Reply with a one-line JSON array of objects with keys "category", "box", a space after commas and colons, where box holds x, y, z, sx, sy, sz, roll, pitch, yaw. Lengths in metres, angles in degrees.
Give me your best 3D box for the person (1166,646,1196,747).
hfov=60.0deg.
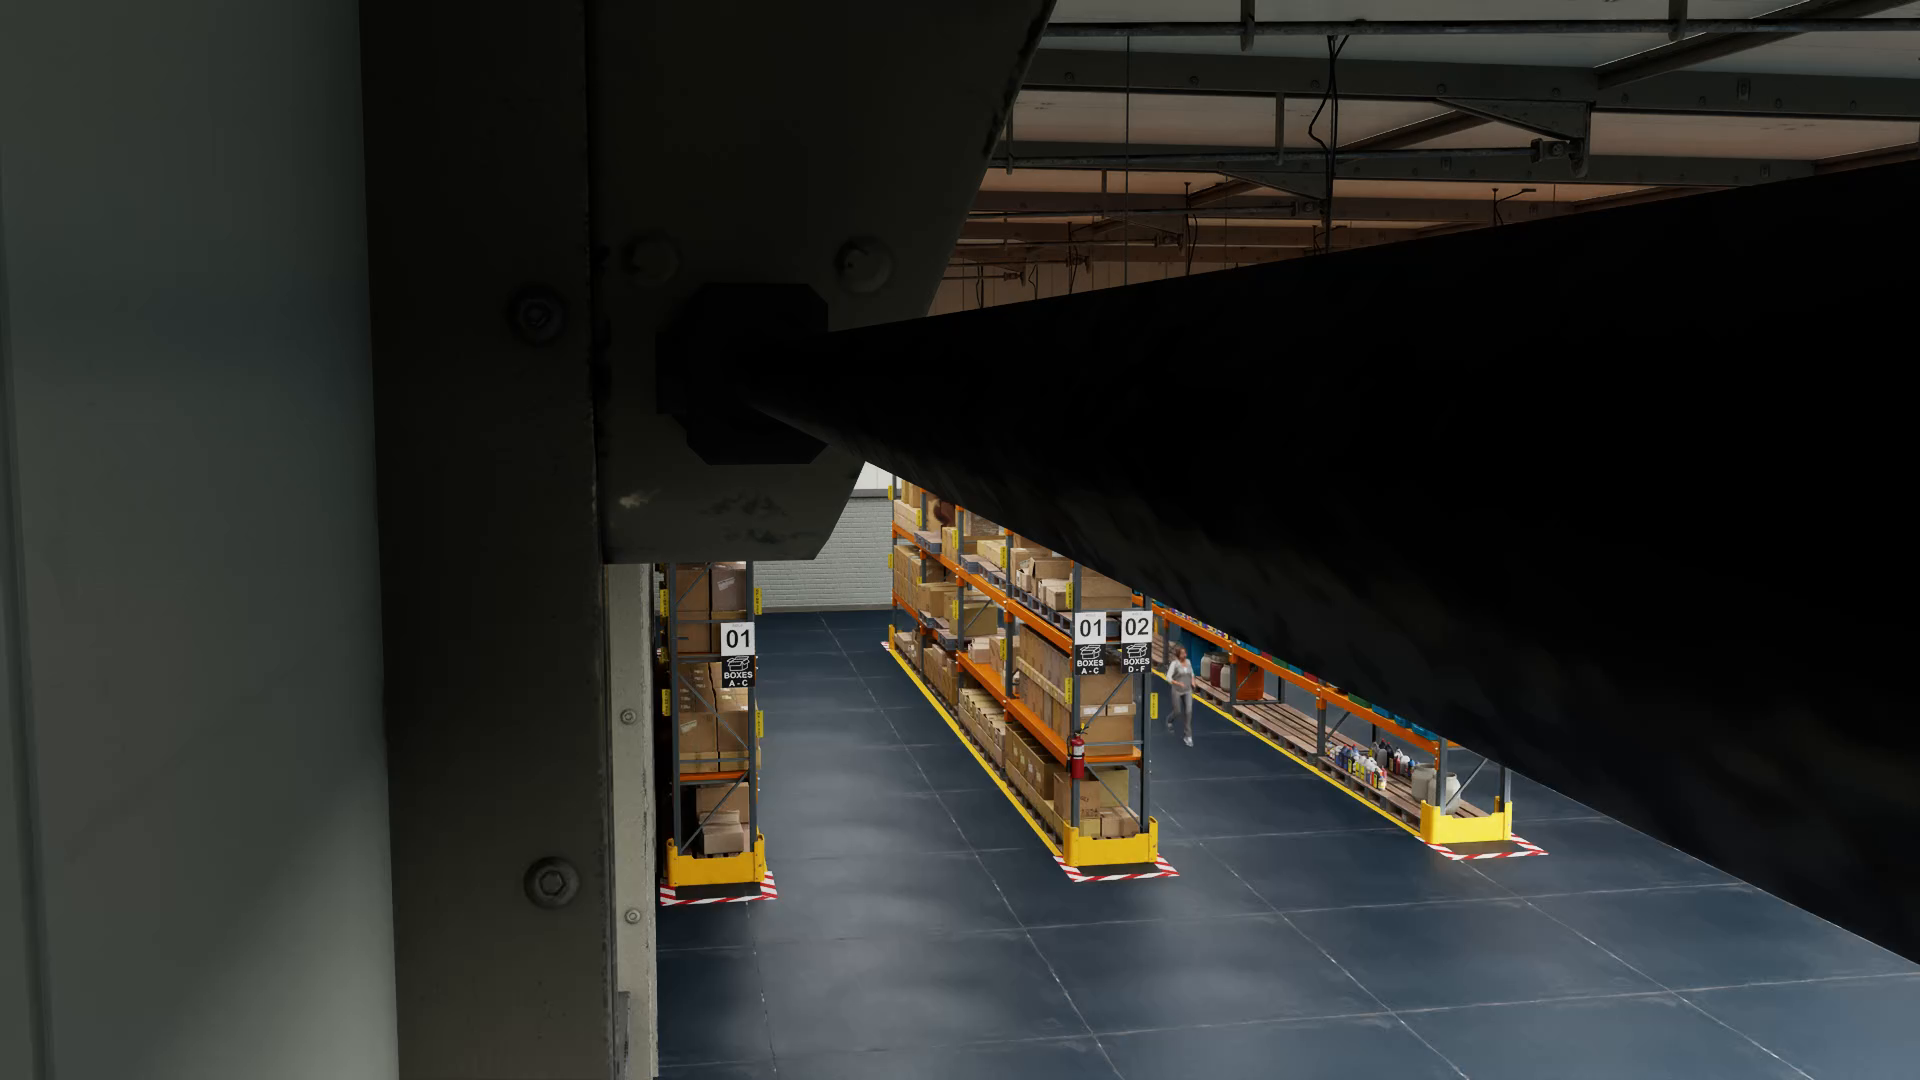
[{"category": "person", "box": [3.666, 2.553, 27.605, 0.559, 1.608, 0.856, -2, 6, -18]}]
